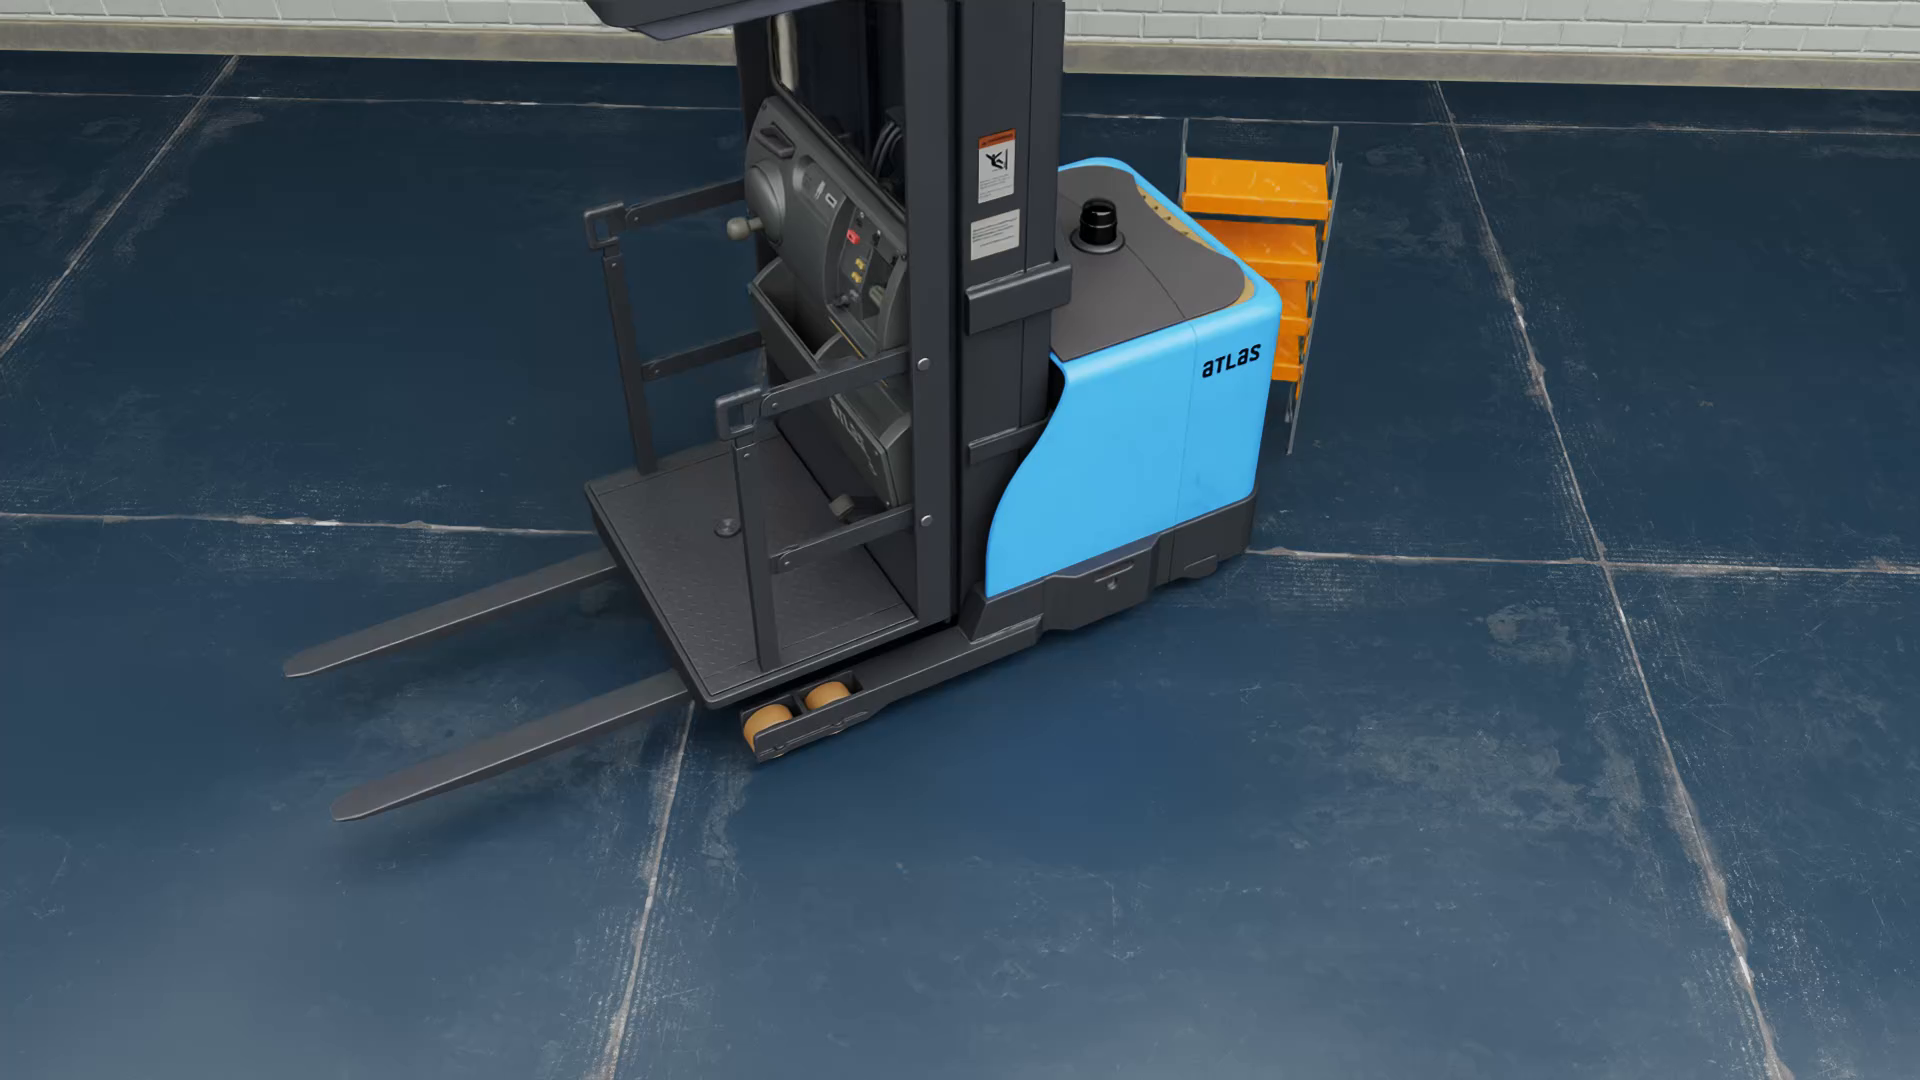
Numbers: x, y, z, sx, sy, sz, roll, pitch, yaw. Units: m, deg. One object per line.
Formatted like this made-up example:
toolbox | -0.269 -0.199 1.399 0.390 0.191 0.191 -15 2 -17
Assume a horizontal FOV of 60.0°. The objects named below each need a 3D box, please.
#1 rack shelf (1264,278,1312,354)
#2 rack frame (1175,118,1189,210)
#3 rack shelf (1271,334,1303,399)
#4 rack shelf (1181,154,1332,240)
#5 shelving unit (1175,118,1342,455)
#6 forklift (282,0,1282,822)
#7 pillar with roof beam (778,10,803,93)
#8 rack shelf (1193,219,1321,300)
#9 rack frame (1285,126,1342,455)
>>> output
rack shelf | 0.975 -0.803 5.830 0.480 0.148 0.258 4 43 5
rack frame | 0.733 -0.871 5.804 0.015 1.200 0.240 4 43 5
rack shelf | 0.975 -0.657 5.965 0.480 0.148 0.258 4 43 5
rack shelf | 0.975 -1.139 5.516 0.480 0.148 0.258 4 43 5
shelving unit | 0.975 -0.852 5.784 0.503 1.200 0.258 4 43 5
forklift | -0.558 -0.825 4.485 3.031 2.935 1.130 -20 47 -20
pillar with roof beam | -0.849 -2.631 1.972 0.400 9.000 9.100 2 43 2
rack shelf | 0.975 -0.966 5.677 0.480 0.148 0.258 4 43 5
rack frame | 1.218 -0.833 5.764 0.015 1.200 0.240 4 43 5
